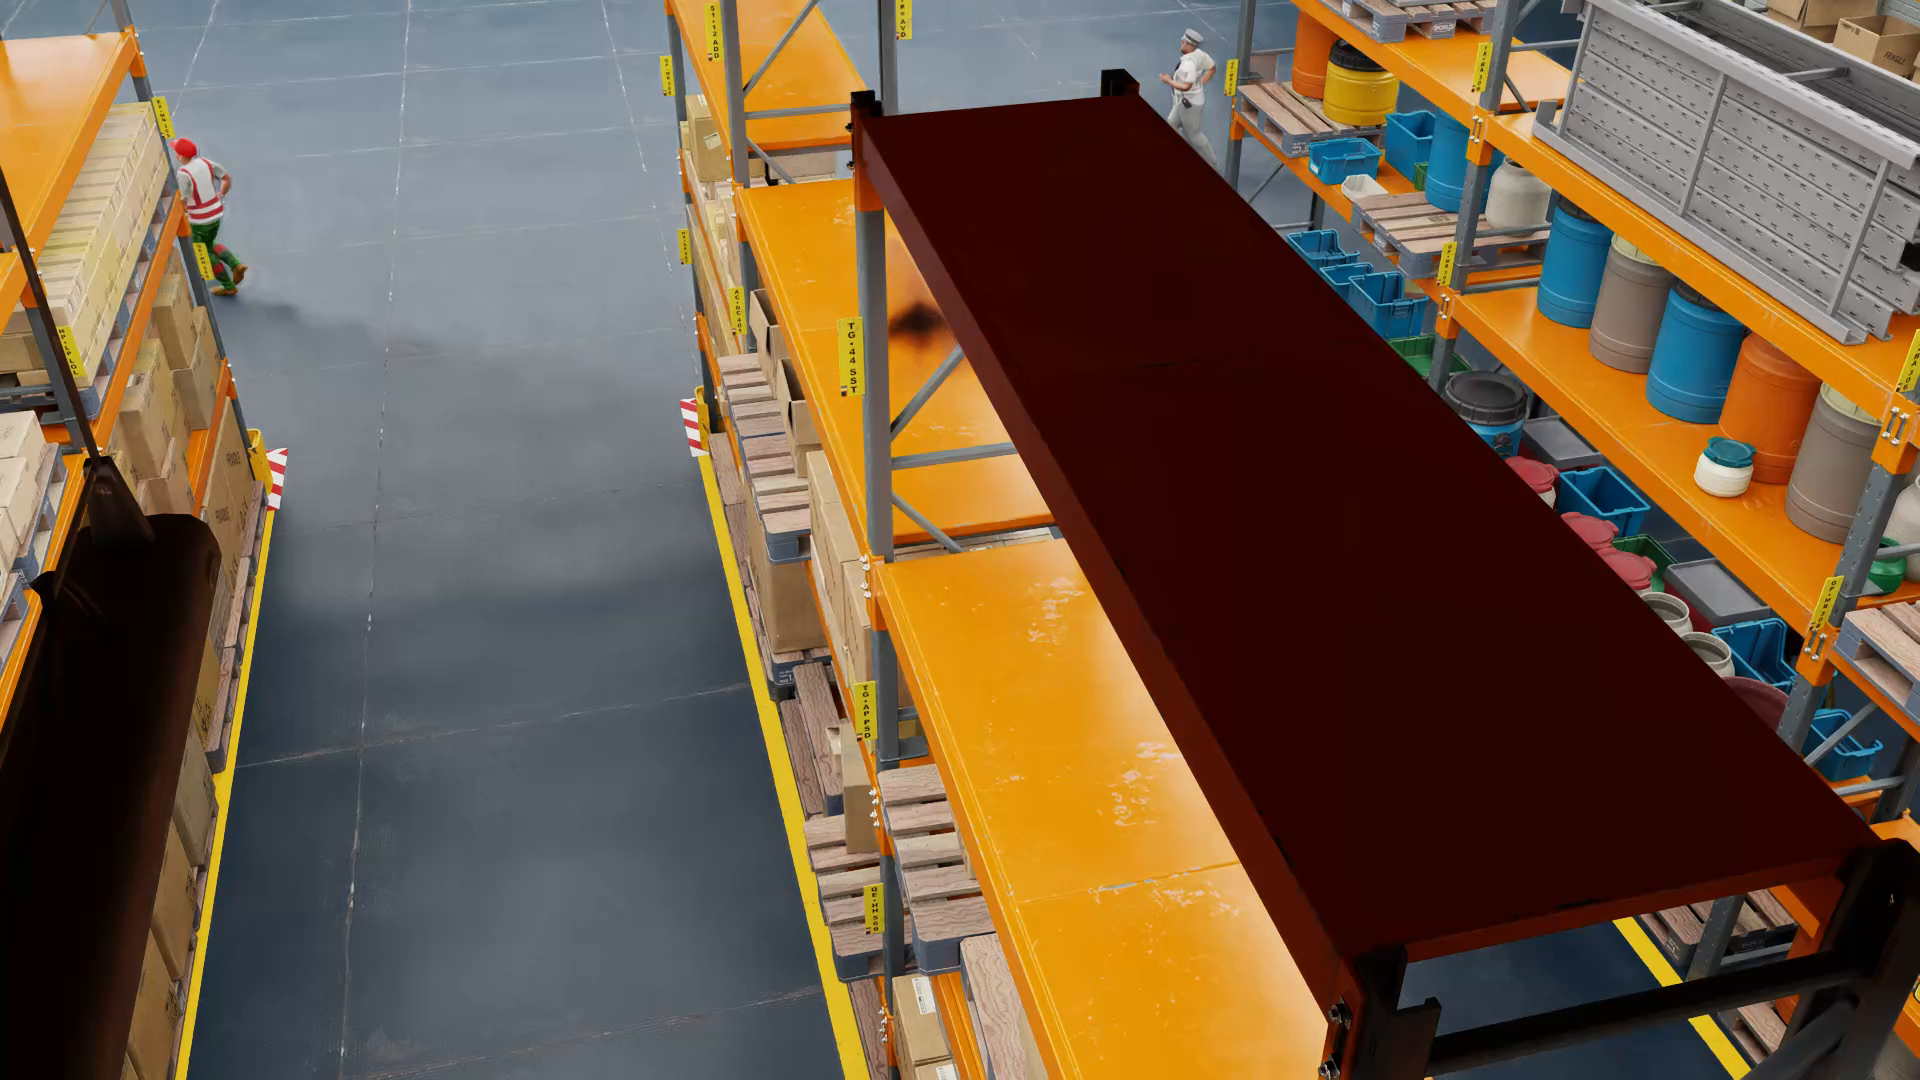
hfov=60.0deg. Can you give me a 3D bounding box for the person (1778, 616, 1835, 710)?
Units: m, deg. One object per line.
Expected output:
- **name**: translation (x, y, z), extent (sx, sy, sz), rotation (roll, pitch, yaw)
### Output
- **person**: translation (6.015, 0.659, 11.649), extent (0.688, 1.750, 0.785), rotation (-7, 35, -10)

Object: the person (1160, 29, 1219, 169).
- **person**: translation (2.812, -5.274, 20.255), extent (0.811, 1.851, 0.629), rotation (6, 35, 8)

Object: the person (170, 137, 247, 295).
- **person**: translation (-7.952, -3.409, 17.535), extent (0.549, 1.751, 0.690), rotation (13, 36, 18)

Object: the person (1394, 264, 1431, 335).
- **person**: translation (4.453, -2.388, 16.073), extent (0.600, 1.646, 0.919), rotation (-14, 37, -20)
